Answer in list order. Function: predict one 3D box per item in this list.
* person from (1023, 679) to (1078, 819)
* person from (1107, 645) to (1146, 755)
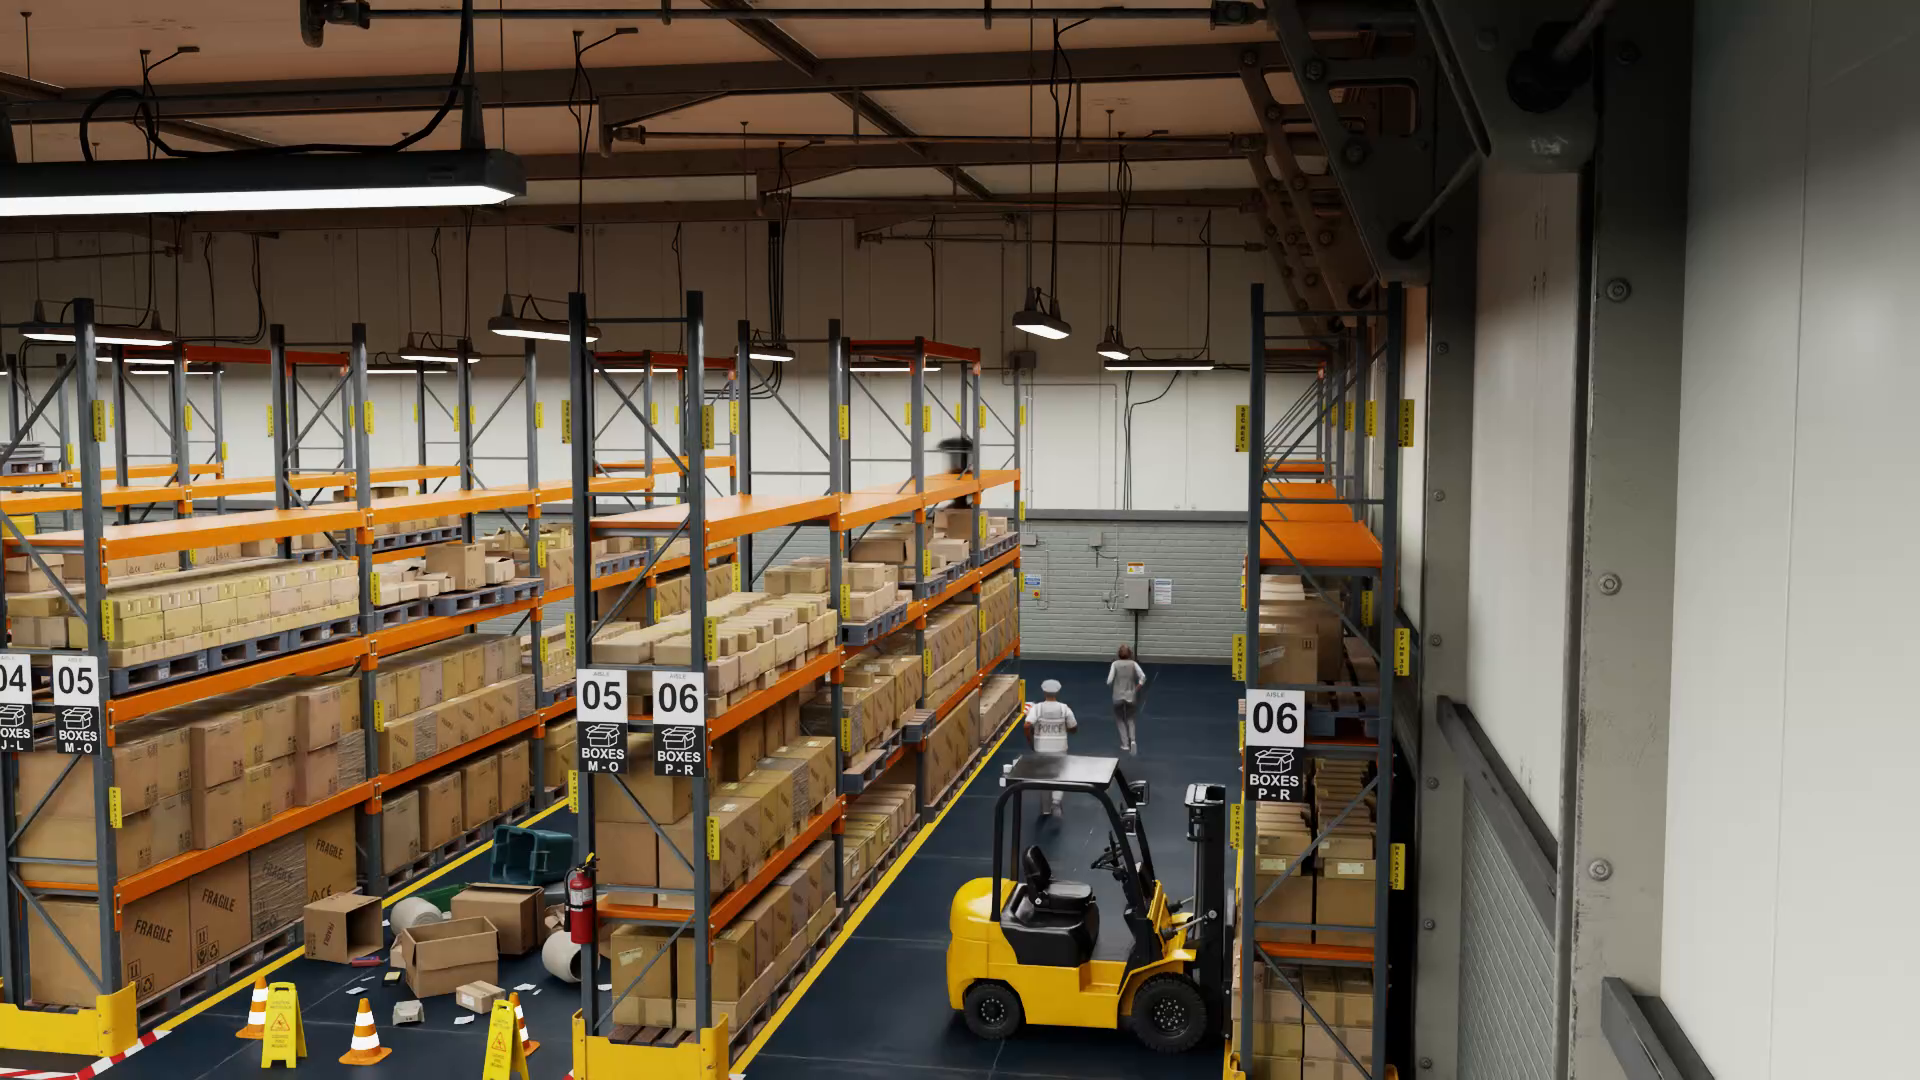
[{"bbox_3d":[1.130,2.611,20.745,0.672,1.745,0.926,0,5,6],"label":"person"},{"bbox_3d":[2.356,2.287,23.771,0.538,1.605,0.608,0,5,-4],"label":"person"}]
